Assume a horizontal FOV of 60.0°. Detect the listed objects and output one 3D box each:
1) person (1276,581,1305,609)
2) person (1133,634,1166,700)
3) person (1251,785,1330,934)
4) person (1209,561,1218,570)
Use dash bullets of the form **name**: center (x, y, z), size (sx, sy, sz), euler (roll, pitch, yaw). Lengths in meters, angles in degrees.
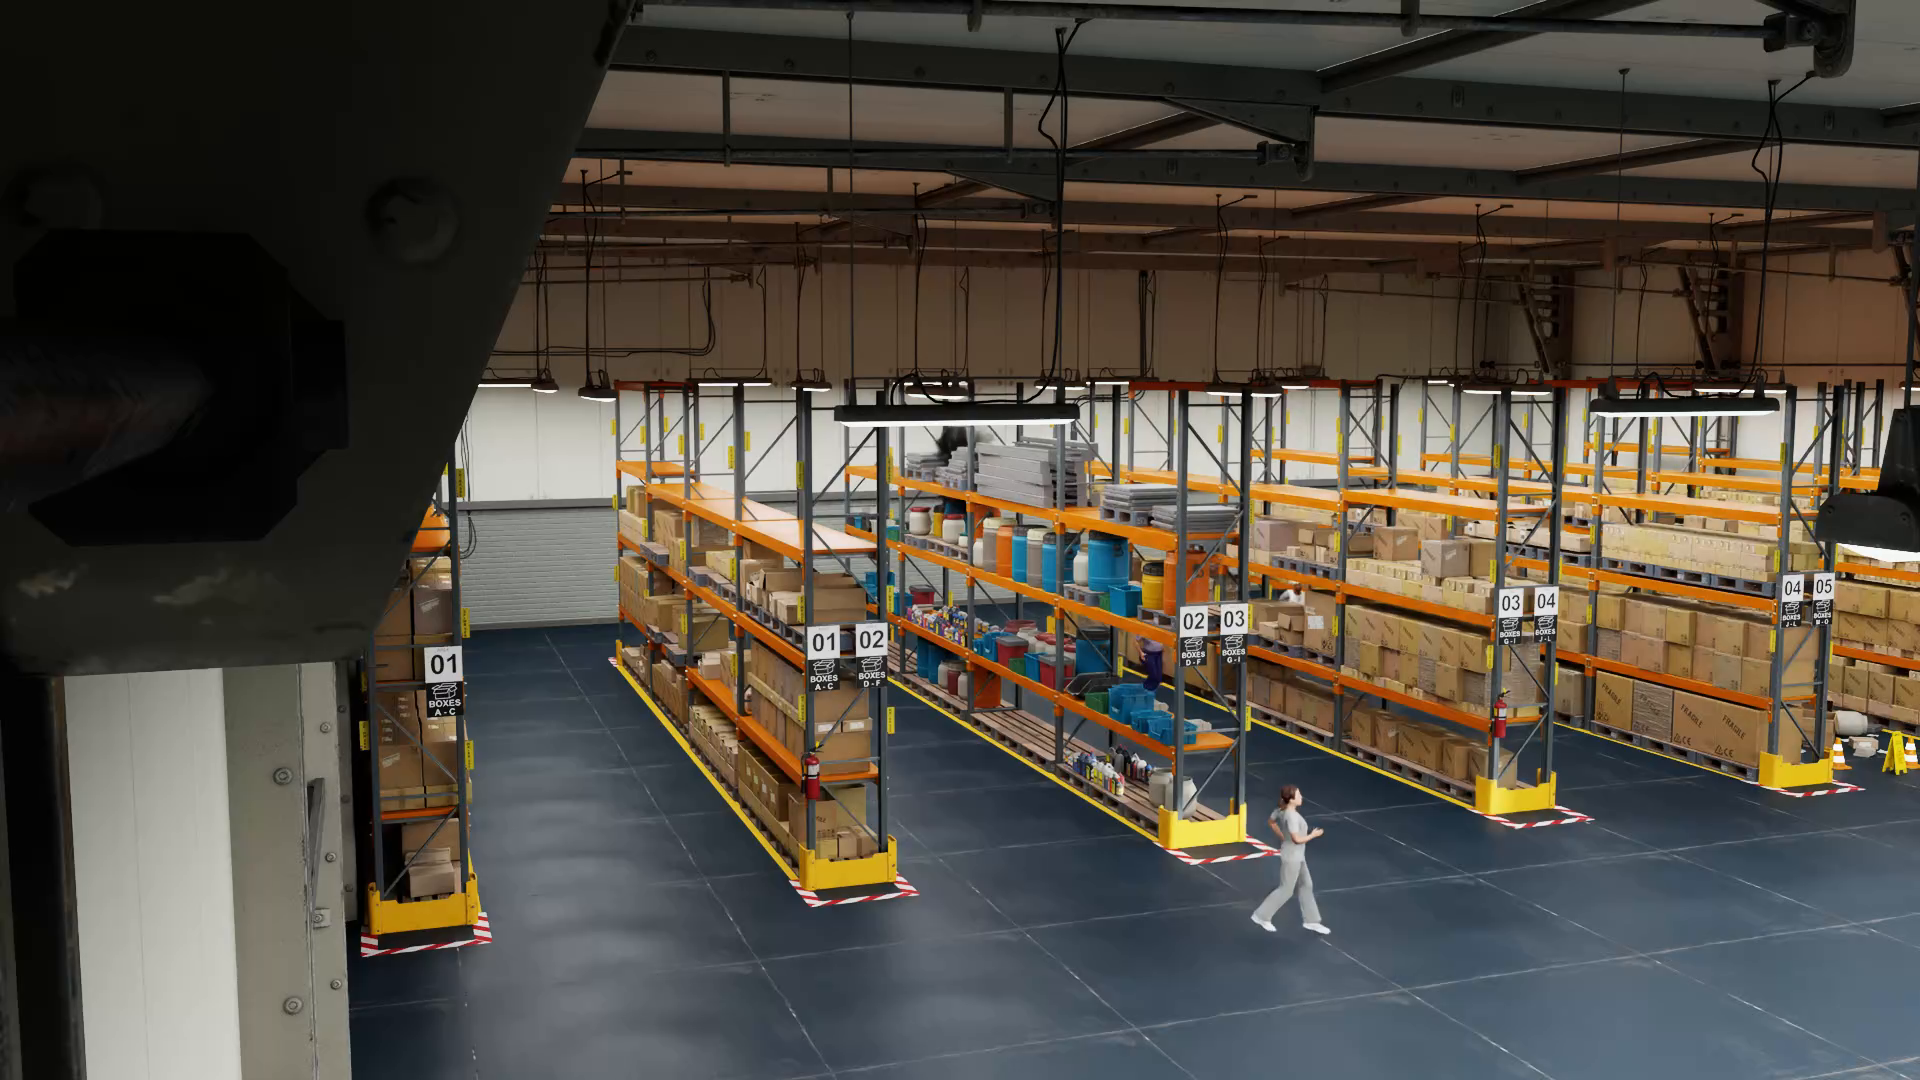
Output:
- **person**: center (7.170, 1.698, 35.503), size (0.660, 1.790, 0.800), euler (-3, 7, -23)
- **person**: center (3.443, 2.122, 29.677), size (0.607, 1.594, 0.503), euler (-4, 7, -35)
- **person**: center (3.669, 3.528, 18.369), size (0.881, 1.682, 0.559), euler (1, 6, 6)
- **person**: center (6.275, 1.122, 41.134), size (1.073, 1.711, 0.769), euler (-3, 7, -24)
